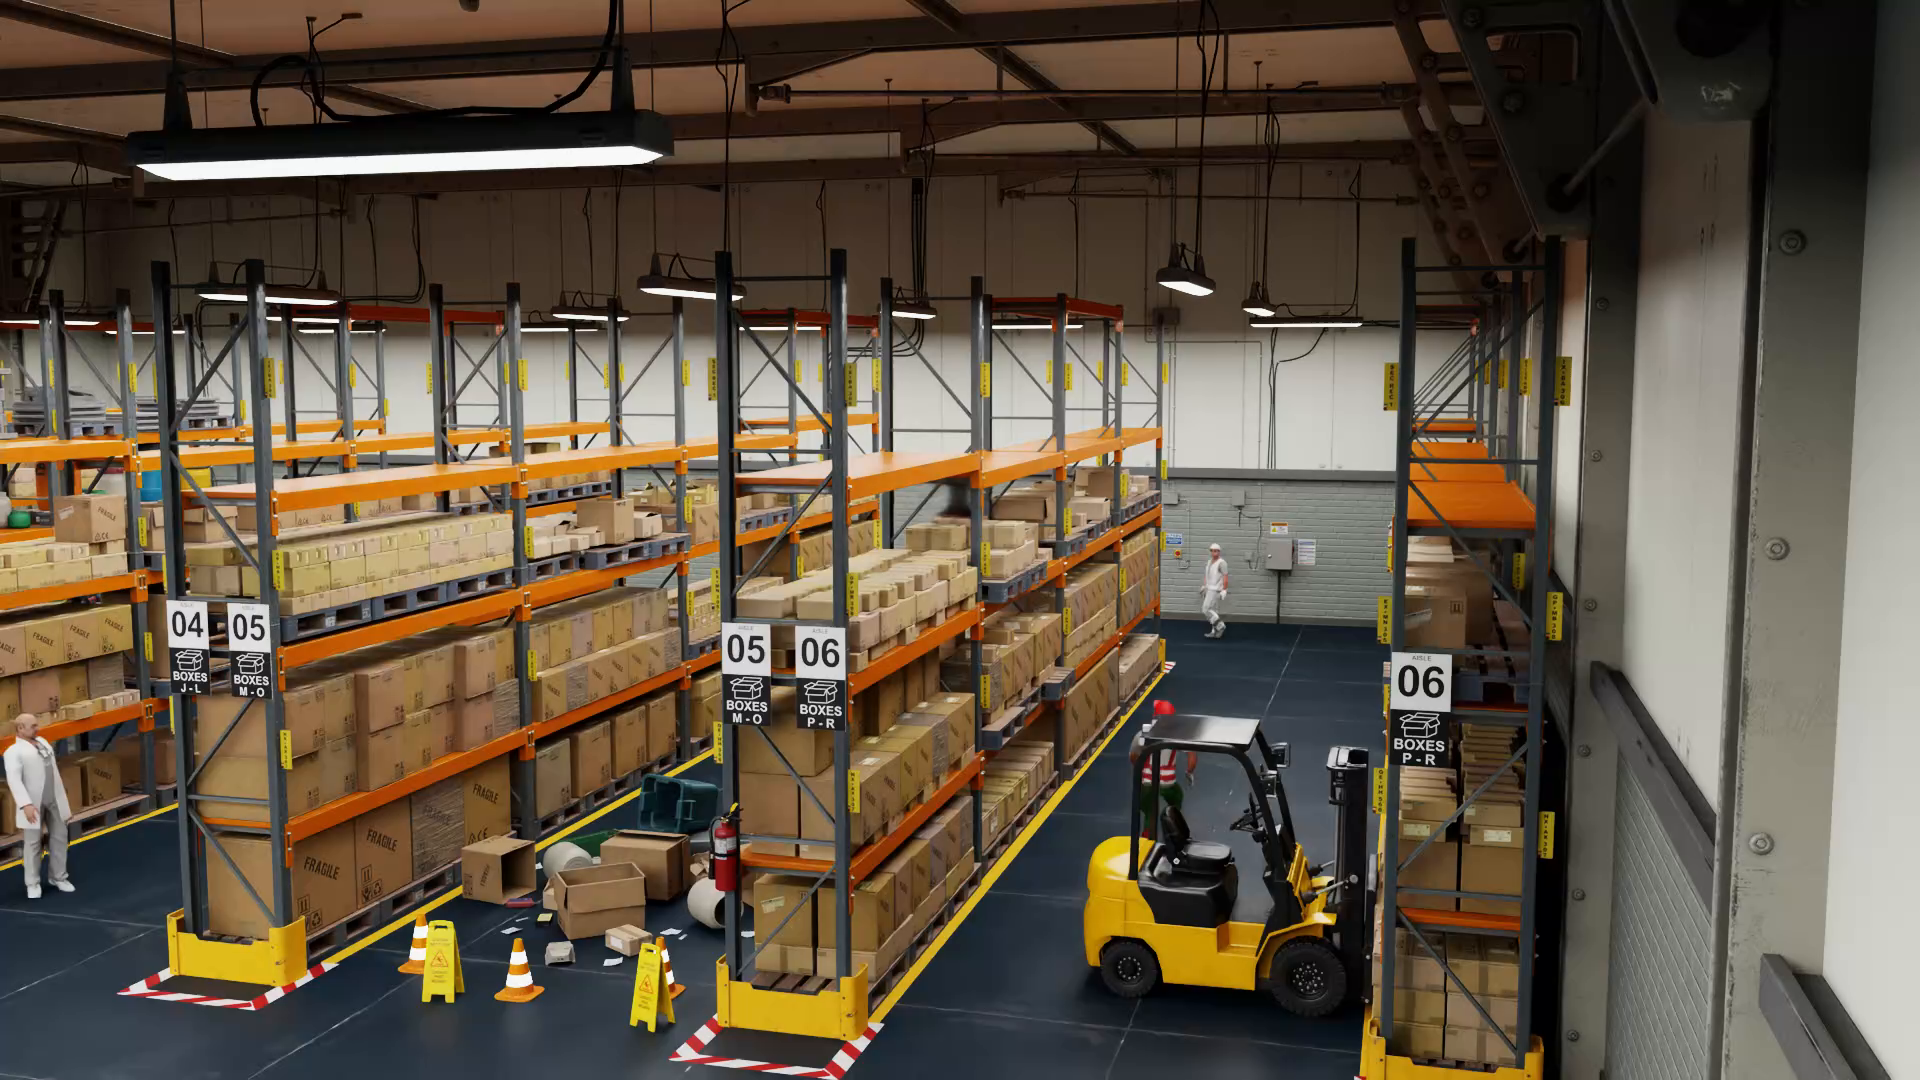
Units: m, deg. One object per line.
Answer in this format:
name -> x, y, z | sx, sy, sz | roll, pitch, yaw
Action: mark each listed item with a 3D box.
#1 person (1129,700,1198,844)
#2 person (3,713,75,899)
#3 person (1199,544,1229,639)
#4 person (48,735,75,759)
person -> 2.095, 2.497, 17.209 | 0.758, 1.729, 0.602 | 2, 6, 19
person -> -8.961, 2.638, 16.206 | 0.627, 1.729, 0.623 | 4, 7, 34
person -> 4.759, 0.952, 31.267 | 0.501, 1.783, 0.501 | 0, 6, -4
person -> -11.155, 2.122, 20.753 | 0.615, 1.827, 0.532 | -5, 8, -41
